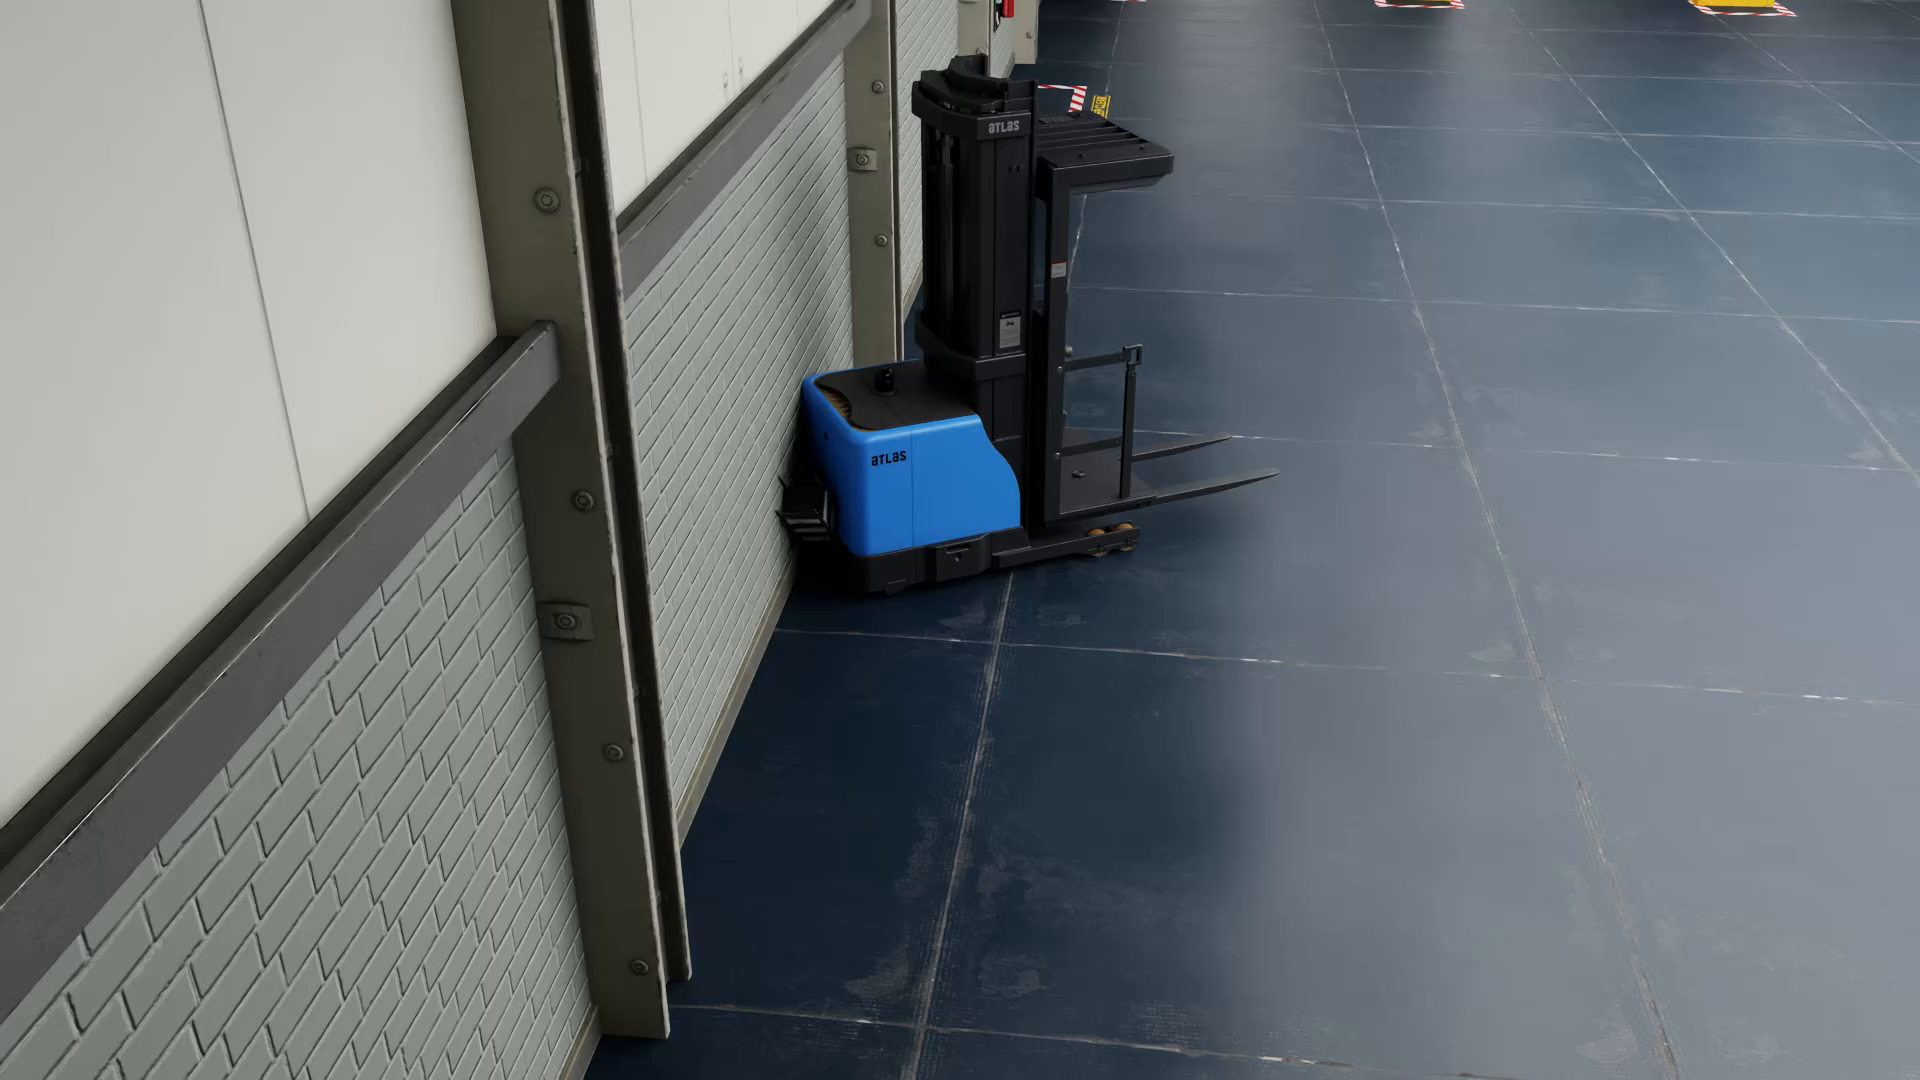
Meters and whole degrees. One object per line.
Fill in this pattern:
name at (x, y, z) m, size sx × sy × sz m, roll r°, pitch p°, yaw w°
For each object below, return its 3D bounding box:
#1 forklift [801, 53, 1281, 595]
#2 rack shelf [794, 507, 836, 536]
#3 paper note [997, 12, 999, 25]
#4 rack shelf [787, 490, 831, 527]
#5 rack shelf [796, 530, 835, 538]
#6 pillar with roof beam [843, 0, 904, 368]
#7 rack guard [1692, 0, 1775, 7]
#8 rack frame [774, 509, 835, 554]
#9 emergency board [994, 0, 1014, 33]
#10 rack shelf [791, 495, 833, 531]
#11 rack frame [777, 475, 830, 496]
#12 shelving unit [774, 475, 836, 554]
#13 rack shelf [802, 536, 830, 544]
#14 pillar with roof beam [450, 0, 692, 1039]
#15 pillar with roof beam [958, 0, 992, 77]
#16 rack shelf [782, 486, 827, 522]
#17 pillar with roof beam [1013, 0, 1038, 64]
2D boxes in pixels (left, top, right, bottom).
forklift at (0.581, -1.406, 10.062) m, size 3.031 × 2.935 × 1.130 m, roll -11°, pitch 30°, yaw -20°
rack shelf at (-0.868, -0.132, 9.968) m, size 0.258 × 0.200 × 0.077 m, roll -1°, pitch -17°, yaw 9°
paper note at (0.452, -6.235, 19.881) m, size 0.016 × 0.148 × 0.142 m, roll 3°, pitch 28°, yaw 6°
rack shelf at (-0.896, -0.182, 9.798) m, size 0.258 × 0.200 × 0.077 m, roll -1°, pitch -17°, yaw 9°
rack shelf at (-0.854, -0.106, 10.053) m, size 0.258 × 0.200 × 0.077 m, roll -1°, pitch -17°, yaw 9°
pillar with roof beam at (3.685, -4.605, 9.602) m, size 9.100 × 9.000 × 0.400 m, roll 3°, pitch 28°, yaw 6°
rack guard at (12.186, -8.670, 26.107) m, size 1.175 × 0.500 × 0.348 m, roll 3°, pitch 28°, yaw 6°
rack frame at (-0.876, -0.043, 9.908) m, size 0.240 × 0.006 × 0.900 m, roll -1°, pitch -17°, yaw 9°
emergency board at (0.542, -6.702, 19.819) m, size 0.194 × 1.169 × 0.643 m, roll 3°, pitch 28°, yaw 6°
rack shelf at (-0.882, -0.157, 9.883) m, size 0.258 × 0.200 × 0.077 m, roll -1°, pitch -17°, yaw 9°
rack frame at (-0.871, -0.239, 9.965) m, size 0.240 × 0.006 × 0.900 m, roll -1°, pitch -17°, yaw 9°
shelving unit at (-0.873, -0.141, 9.937) m, size 0.258 × 0.210 × 0.900 m, roll -1°, pitch -17°, yaw 9°
rack shelf at (-0.840, -0.081, 10.139) m, size 0.258 × 0.200 × 0.077 m, roll -1°, pitch -17°, yaw 9°
pillar with roof beam at (2.950, -1.781, 4.360) m, size 9.100 × 9.000 × 0.400 m, roll 3°, pitch 28°, yaw 6°
pillar with roof beam at (4.420, -7.429, 14.845) m, size 9.100 × 9.000 × 0.400 m, roll 3°, pitch 28°, yaw 6°
rack shelf at (-0.911, -0.208, 9.713) m, size 0.258 × 0.200 × 0.077 m, roll -1°, pitch -17°, yaw 9°
pillar with roof beam at (5.155, -10.254, 20.087) m, size 9.100 × 9.000 × 0.400 m, roll 3°, pitch 28°, yaw 6°
